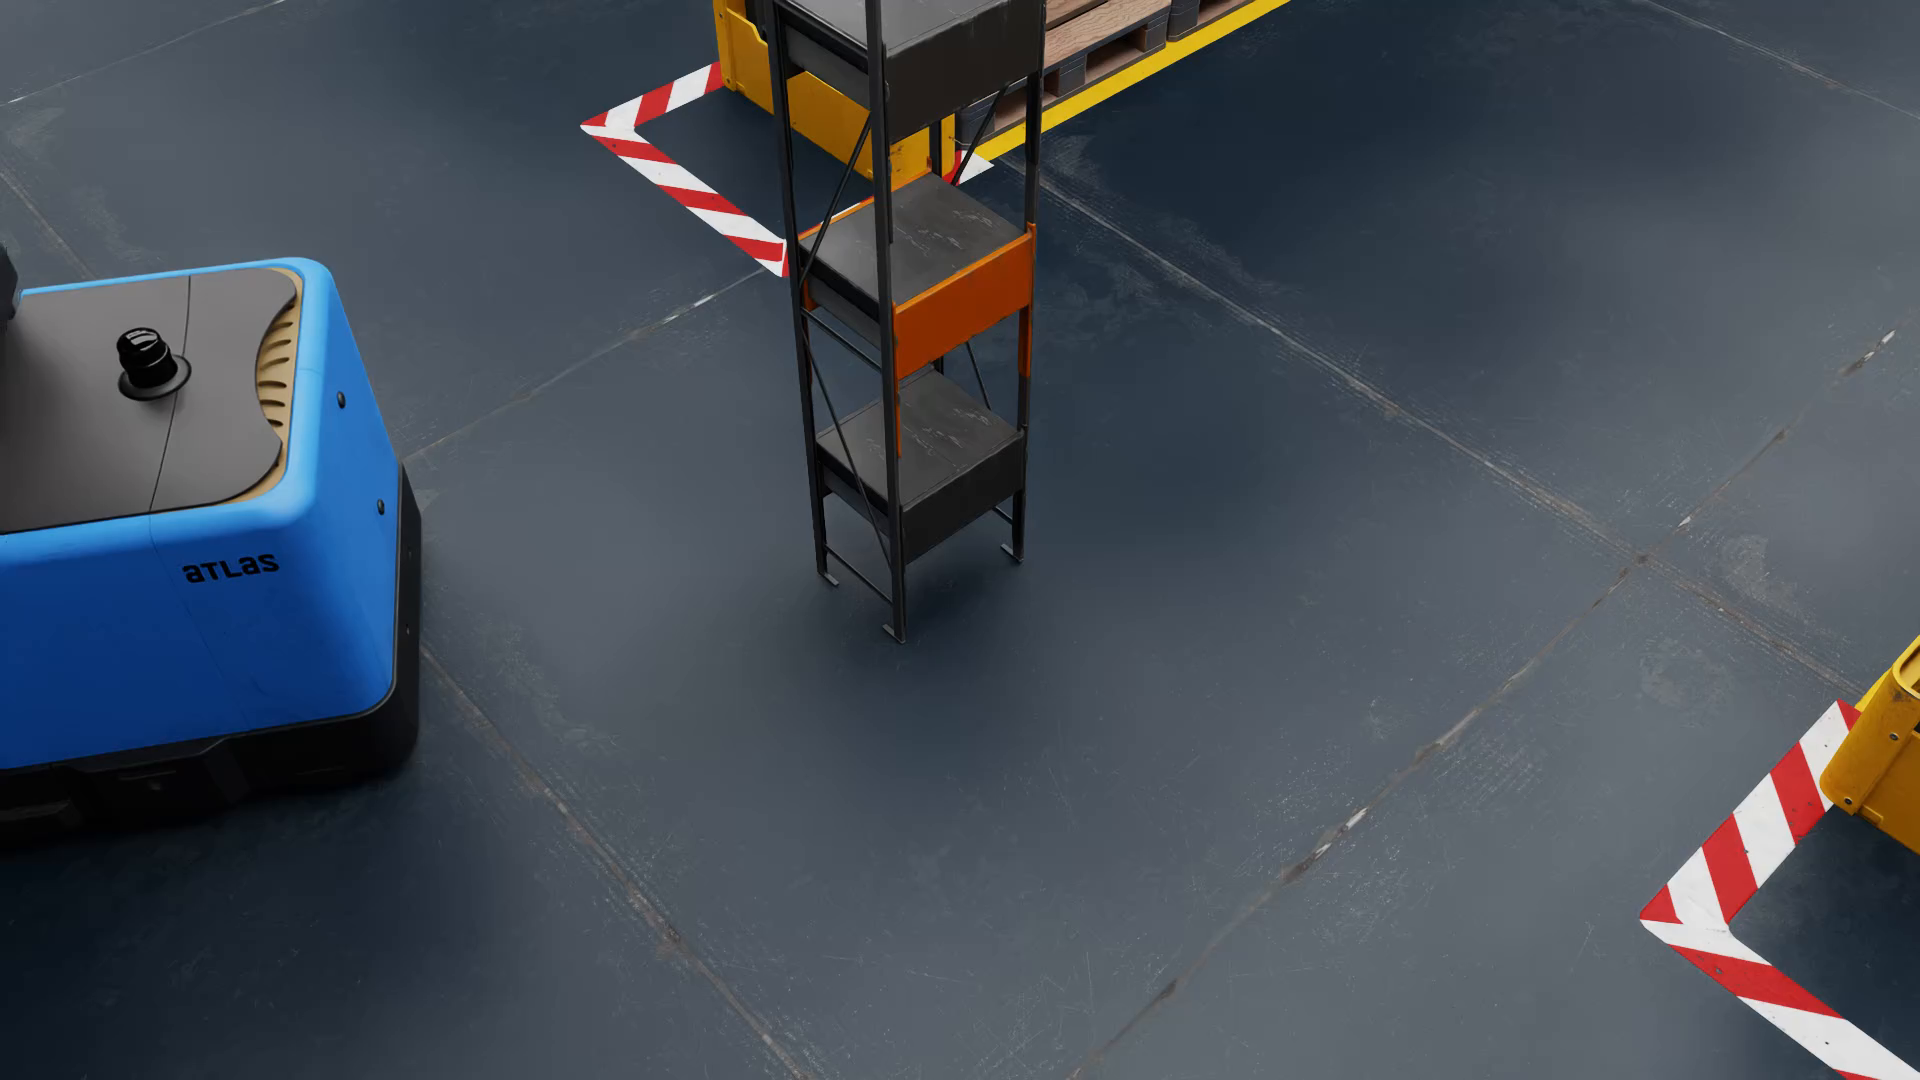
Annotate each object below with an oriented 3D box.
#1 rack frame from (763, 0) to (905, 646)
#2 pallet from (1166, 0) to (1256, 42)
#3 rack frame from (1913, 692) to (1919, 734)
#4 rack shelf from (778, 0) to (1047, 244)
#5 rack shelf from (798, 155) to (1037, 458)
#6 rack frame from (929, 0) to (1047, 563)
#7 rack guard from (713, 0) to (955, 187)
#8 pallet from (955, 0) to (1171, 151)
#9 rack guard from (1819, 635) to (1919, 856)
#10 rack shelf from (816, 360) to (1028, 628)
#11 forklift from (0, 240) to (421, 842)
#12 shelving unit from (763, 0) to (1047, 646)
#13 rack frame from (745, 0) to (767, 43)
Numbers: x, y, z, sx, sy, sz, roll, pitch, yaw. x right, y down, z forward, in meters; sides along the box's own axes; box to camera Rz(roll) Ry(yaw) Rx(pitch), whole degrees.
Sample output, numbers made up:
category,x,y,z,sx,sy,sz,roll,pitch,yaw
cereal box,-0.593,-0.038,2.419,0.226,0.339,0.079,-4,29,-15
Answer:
category,x,y,z,sx,sy,sz,roll,pitch,yaw
rack frame,-0.303,-0.510,4.291,0.015,2.100,0.400,-34,56,-27
pallet,1.033,-2.797,7.687,1.213,0.211,1.003,-34,56,-27
rack frame,2.824,-0.060,3.264,0.127,3.000,1.000,-34,56,-27
rack shelf,-0.122,-1.096,3.898,0.480,0.518,0.431,-34,56,-27
rack shelf,-0.122,-0.621,4.413,0.480,0.518,0.431,-34,56,-27
rack frame,0.058,-0.751,4.514,0.015,2.100,0.400,-34,56,-27
rack guard,-0.514,-1.889,6.653,0.348,0.500,1.175,-34,56,-27
pallet,0.131,-2.196,7.133,1.213,0.211,1.003,-34,56,-27
rack guard,2.880,0.750,4.218,0.348,0.500,1.175,-34,56,-27
rack shelf,-0.122,-0.146,4.927,0.480,0.518,0.431,-34,56,-27
forklift,-3.086,-0.480,3.699,3.031,2.935,1.130,-9,48,-8
shelving unit,-0.122,-0.630,4.403,0.503,2.100,0.431,-34,56,-27
rack frame,-0.505,-2.755,5.751,0.127,3.000,1.000,-34,56,-27
